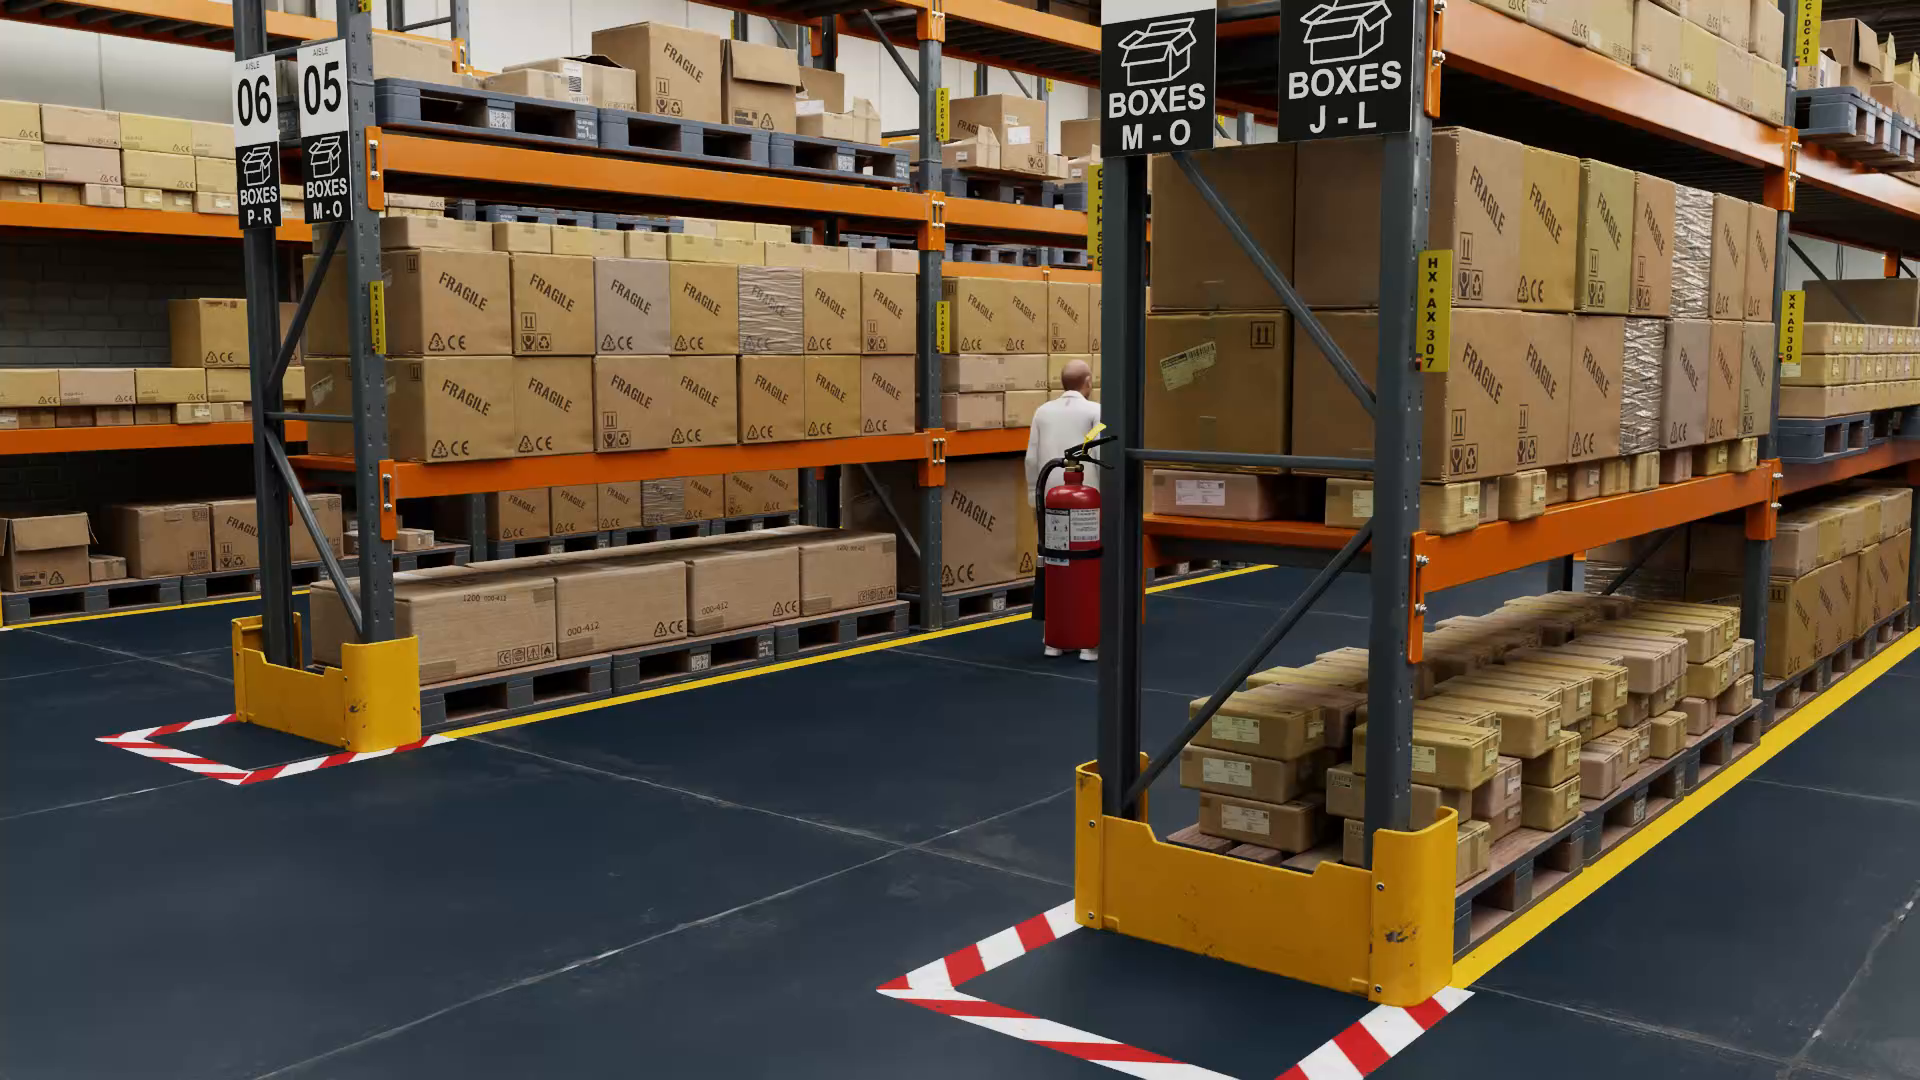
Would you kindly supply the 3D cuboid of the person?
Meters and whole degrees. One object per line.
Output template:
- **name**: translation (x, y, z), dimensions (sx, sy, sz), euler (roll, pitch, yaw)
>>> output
- **person**: translation (0.687, -0.186, 9.925), dimensions (0.646, 1.772, 0.429), euler (5, 8, 35)
